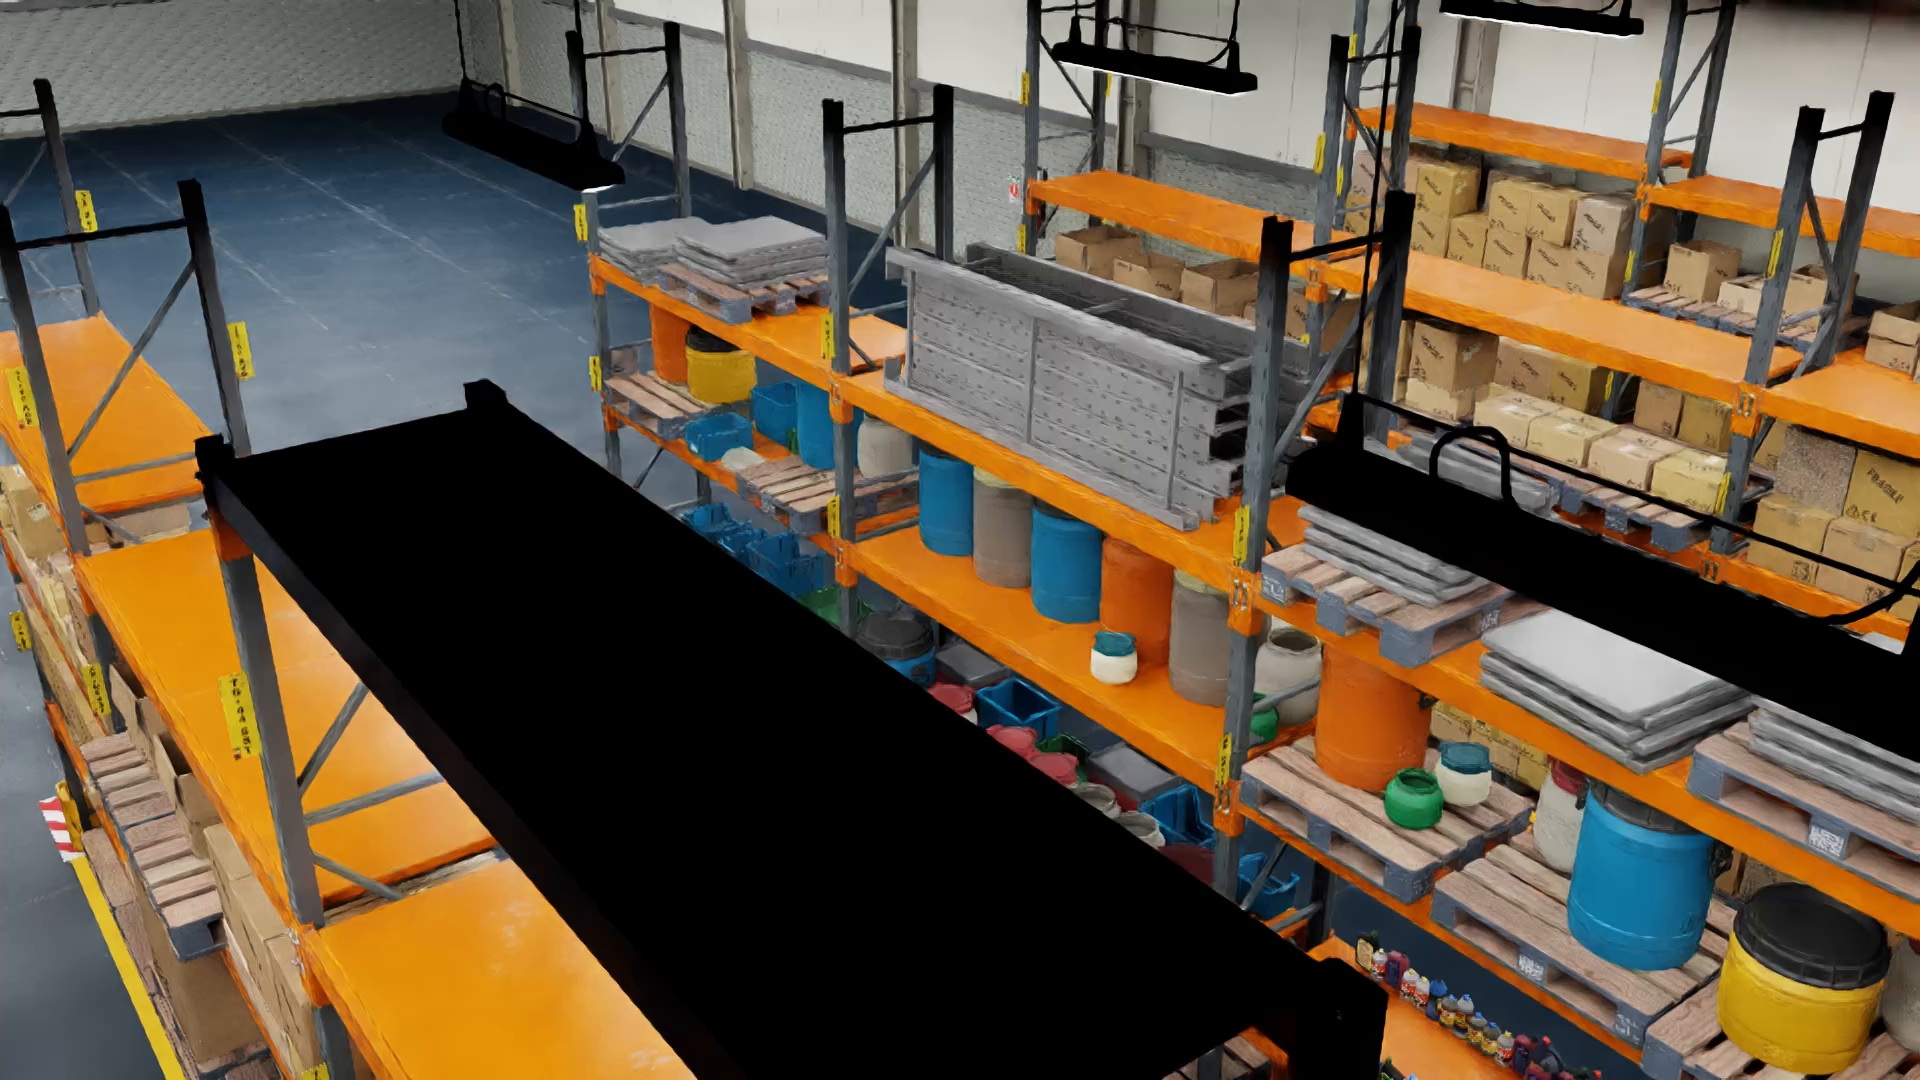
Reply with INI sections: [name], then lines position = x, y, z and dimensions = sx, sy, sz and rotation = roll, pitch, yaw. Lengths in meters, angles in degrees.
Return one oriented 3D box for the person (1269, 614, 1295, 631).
[person]
position = 2.695, 0.984, 14.699
dimensions = 0.638, 1.785, 0.515
rotation = 10, 27, 20
